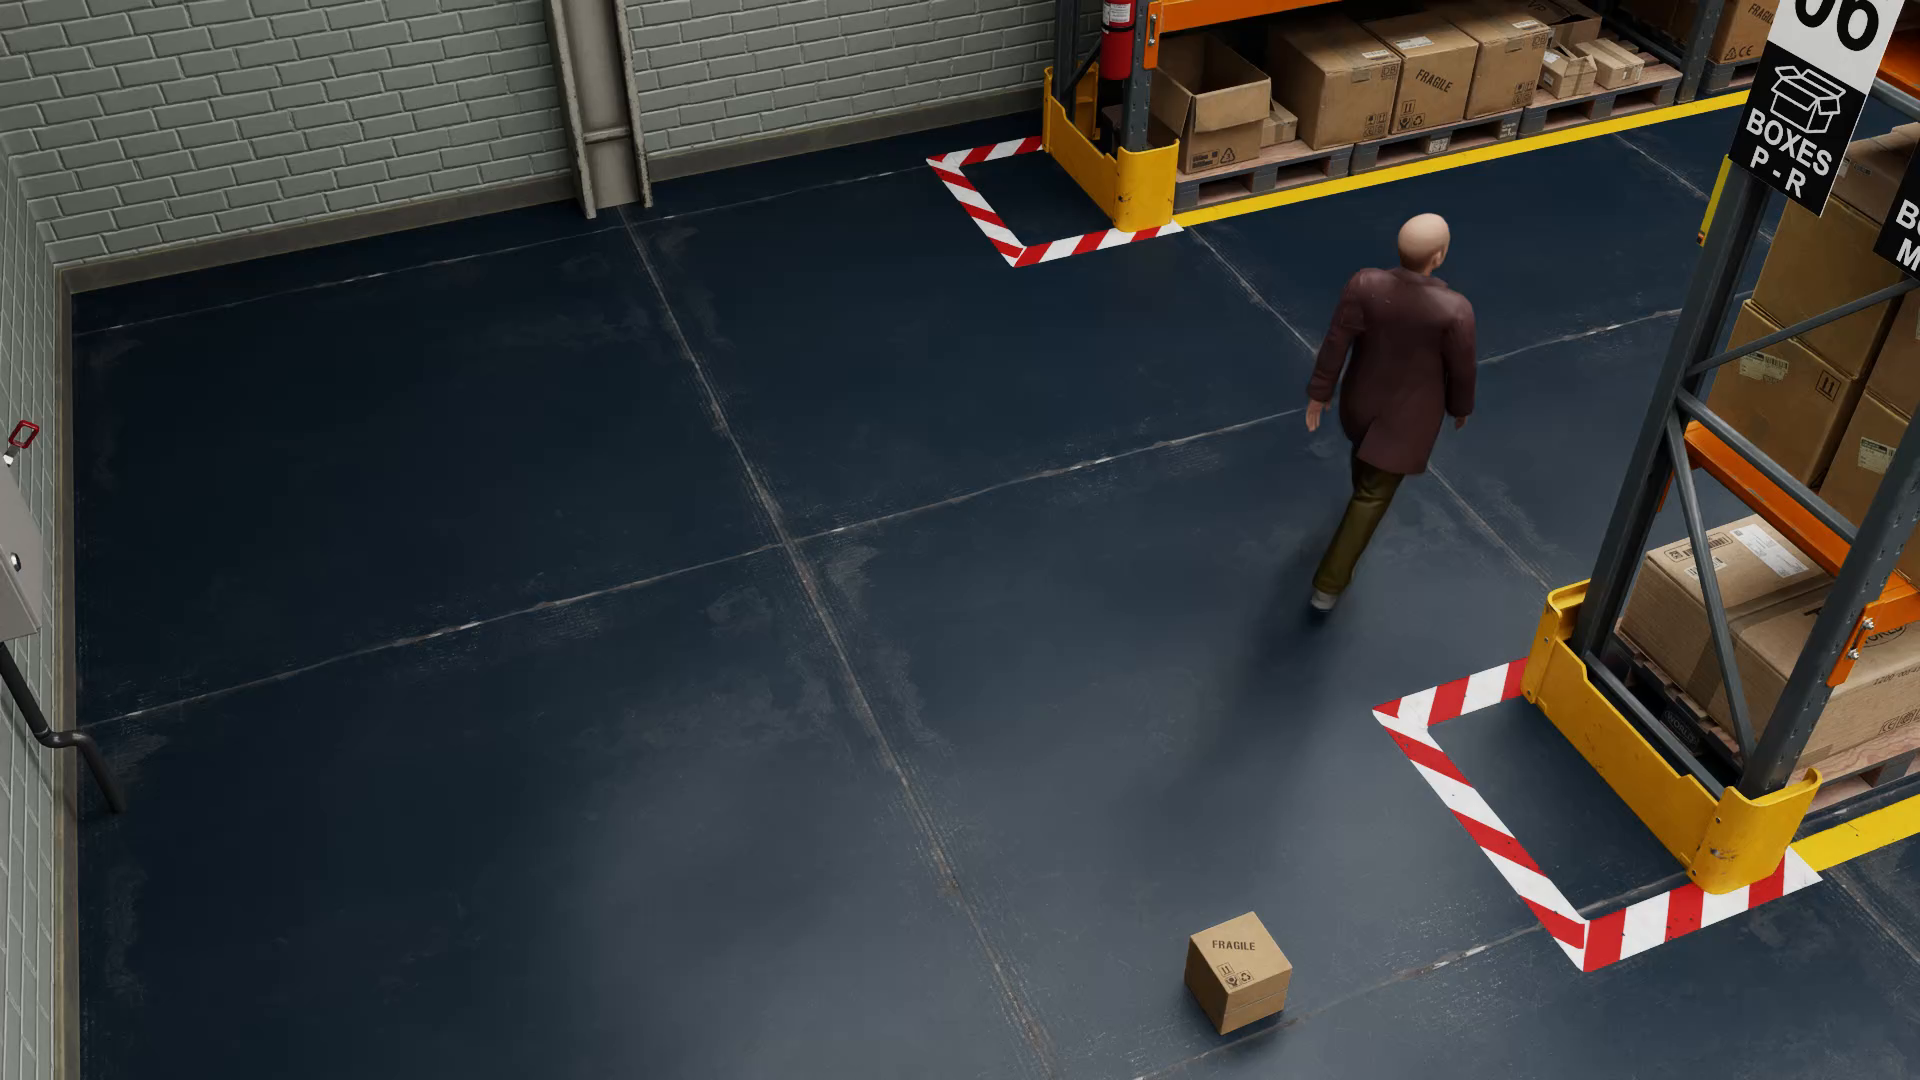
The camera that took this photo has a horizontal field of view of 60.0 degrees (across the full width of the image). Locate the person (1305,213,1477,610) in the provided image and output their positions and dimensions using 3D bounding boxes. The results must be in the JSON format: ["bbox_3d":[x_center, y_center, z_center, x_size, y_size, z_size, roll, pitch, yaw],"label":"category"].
[{"bbox_3d":[1.806,-0.614,6.853,0.631,1.722,1.081,26,48,27],"label":"person"}]
